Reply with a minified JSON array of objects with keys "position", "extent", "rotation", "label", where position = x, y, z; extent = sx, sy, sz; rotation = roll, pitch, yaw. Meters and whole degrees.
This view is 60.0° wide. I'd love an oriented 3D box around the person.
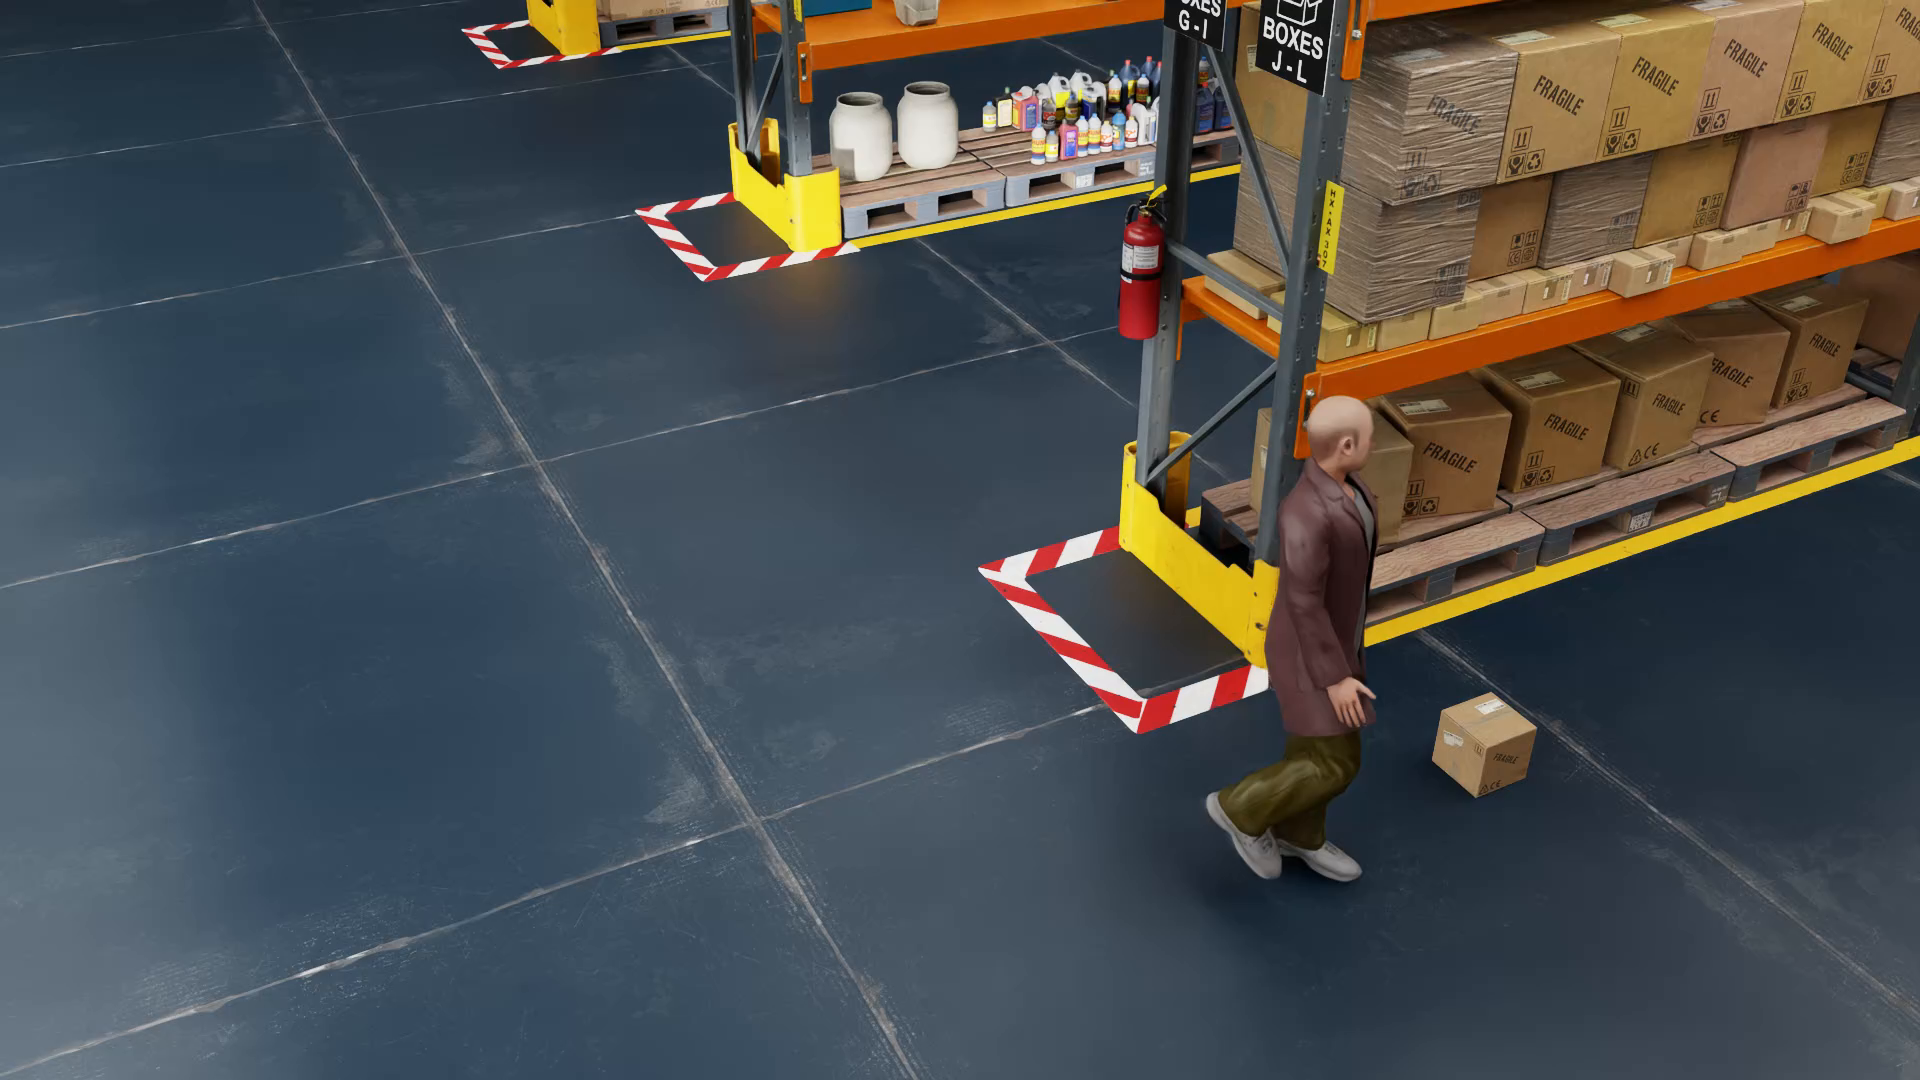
[{"position":[1.205,0.355,5.578],"extent":[0.558,1.779,0.619],"rotation":[15,35,22],"label":"person"}]
